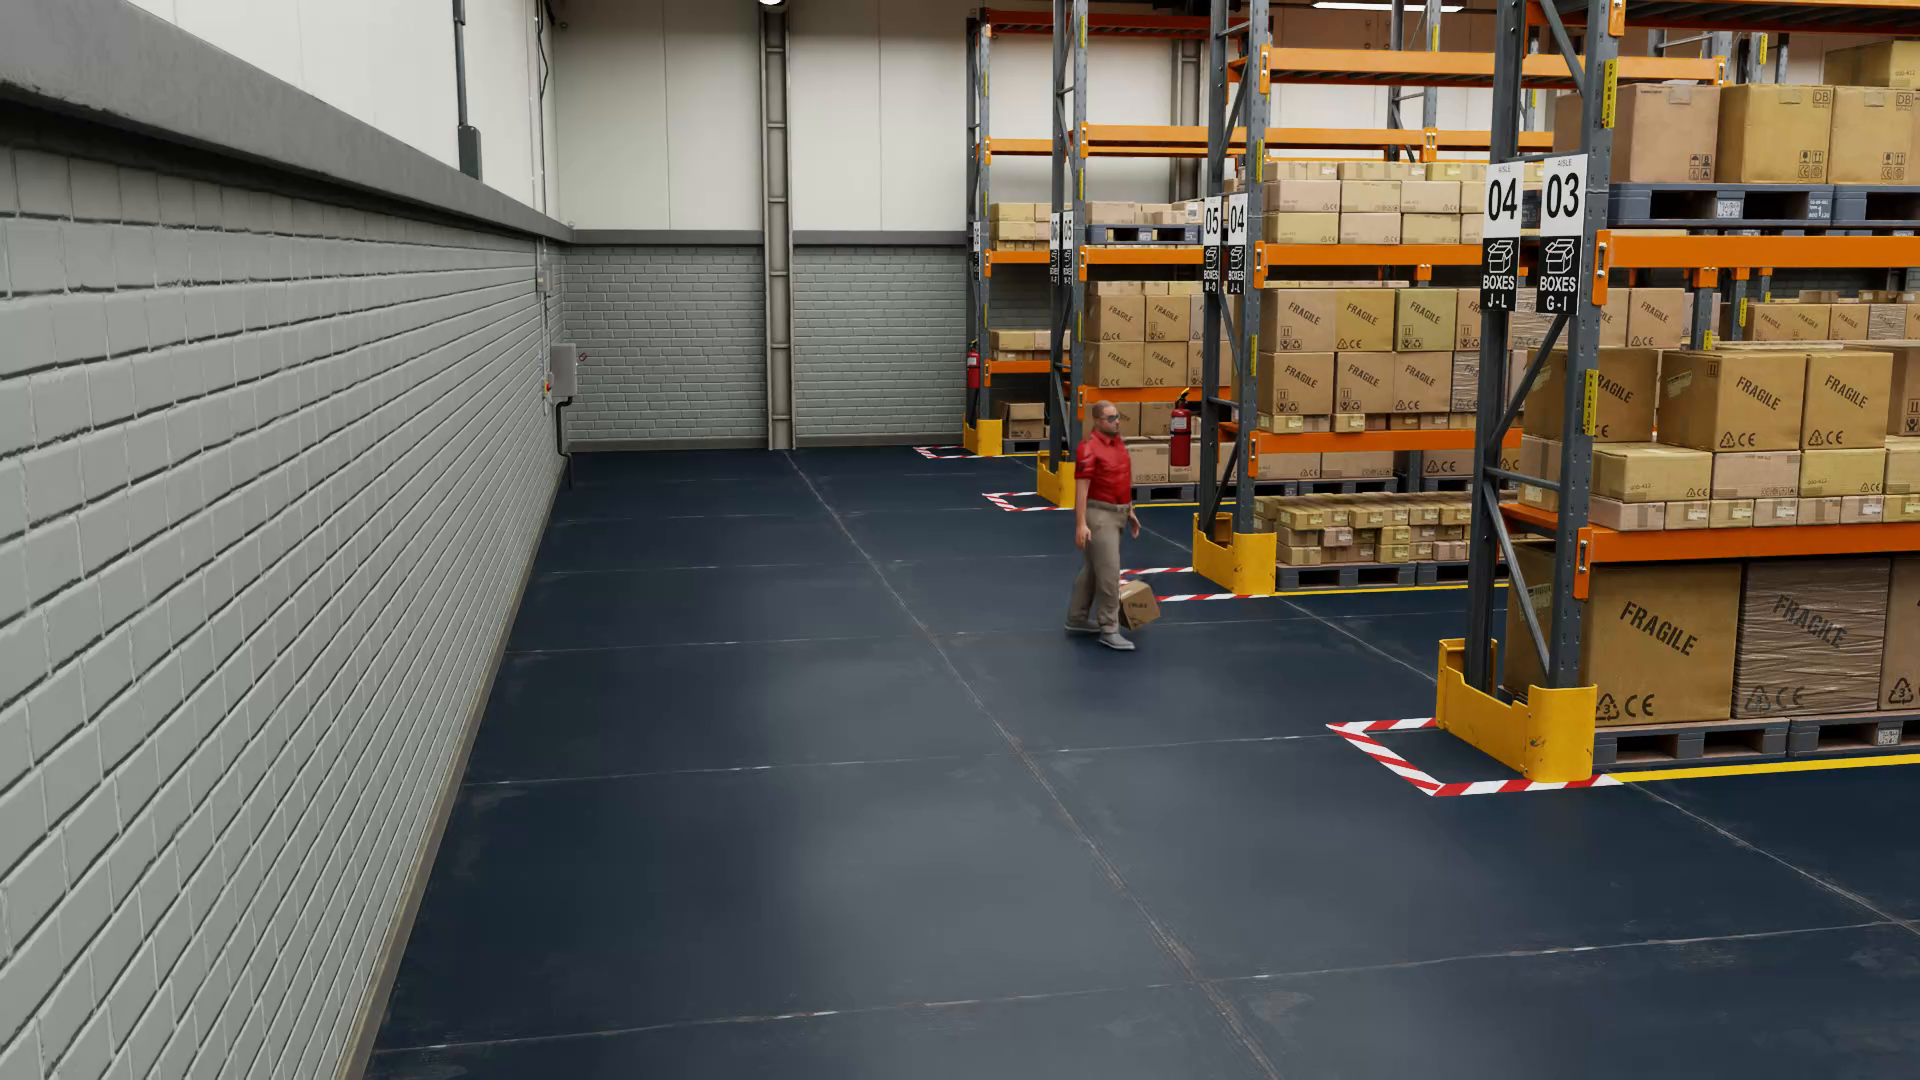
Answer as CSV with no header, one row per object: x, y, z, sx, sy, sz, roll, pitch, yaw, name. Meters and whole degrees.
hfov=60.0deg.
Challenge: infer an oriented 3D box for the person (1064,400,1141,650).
0.997,-0.124,11.687,0.661,1.719,0.635,6,11,30,person
